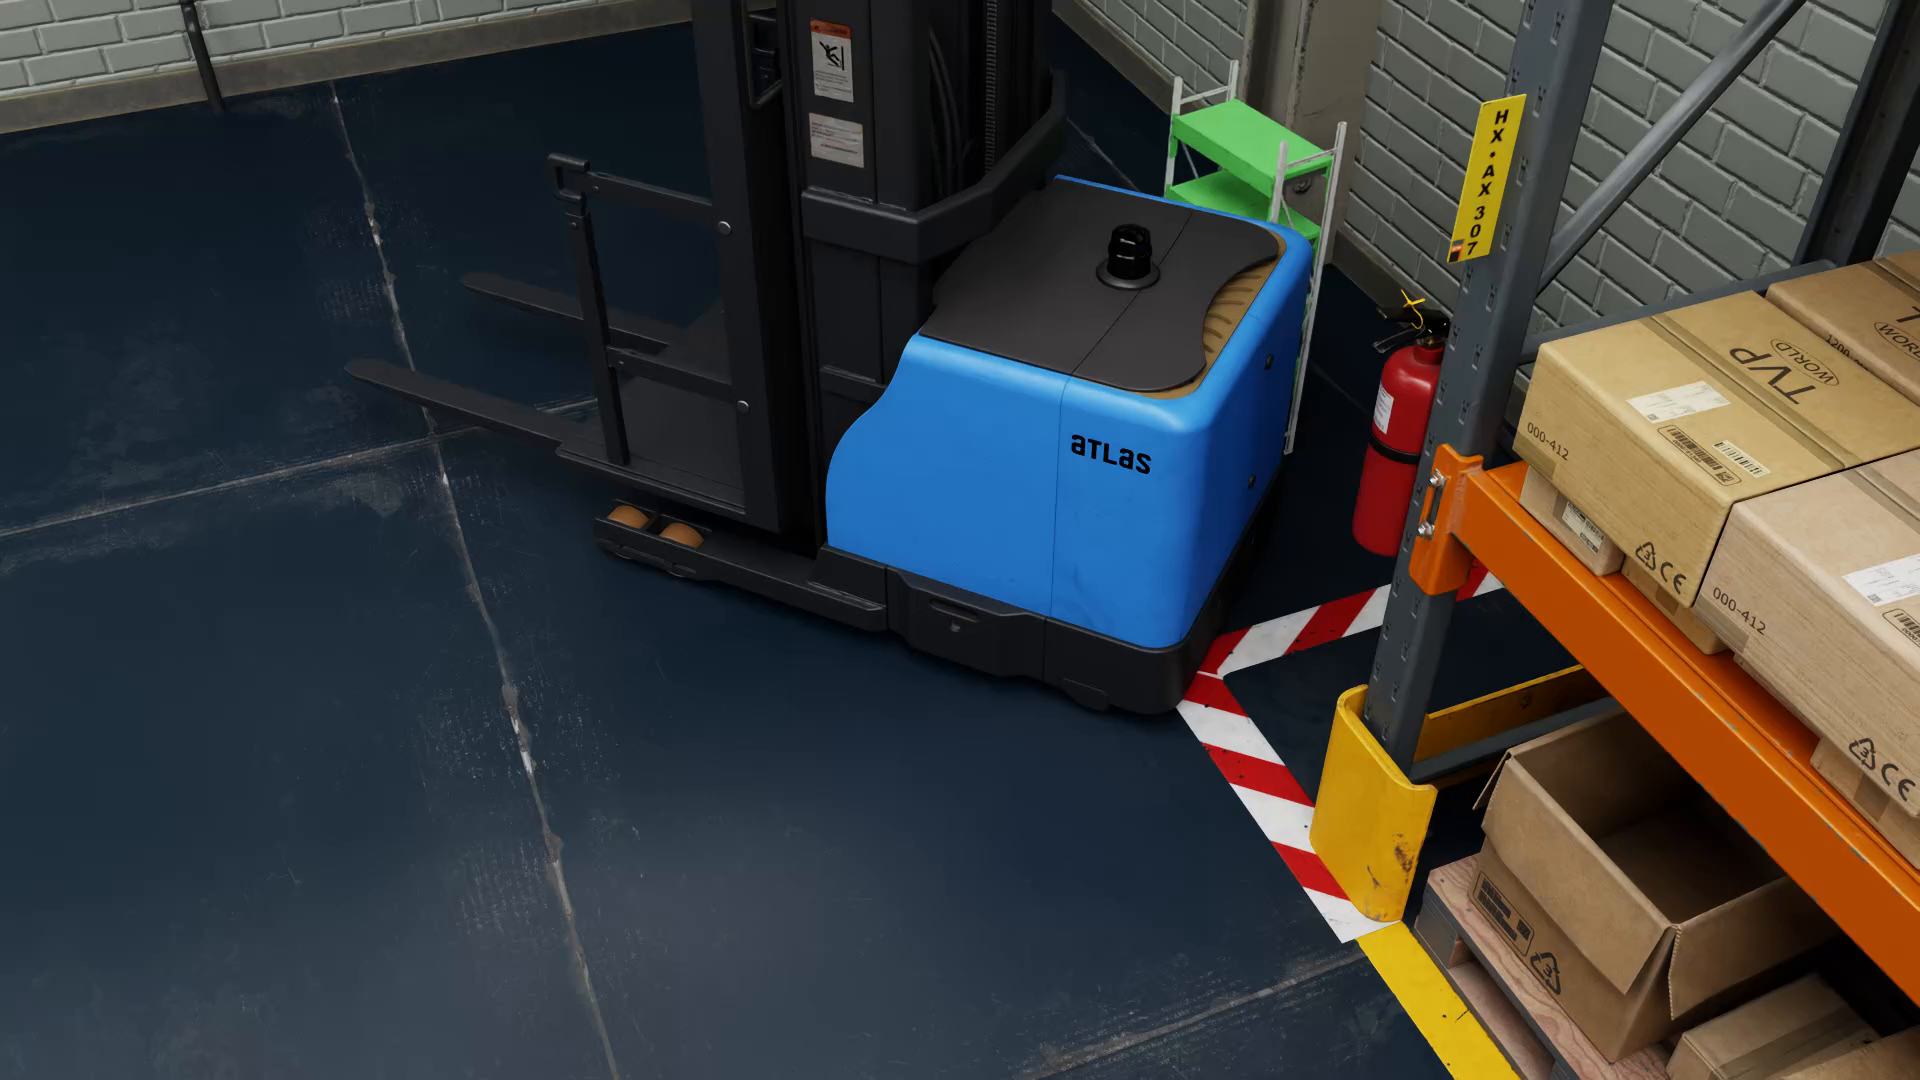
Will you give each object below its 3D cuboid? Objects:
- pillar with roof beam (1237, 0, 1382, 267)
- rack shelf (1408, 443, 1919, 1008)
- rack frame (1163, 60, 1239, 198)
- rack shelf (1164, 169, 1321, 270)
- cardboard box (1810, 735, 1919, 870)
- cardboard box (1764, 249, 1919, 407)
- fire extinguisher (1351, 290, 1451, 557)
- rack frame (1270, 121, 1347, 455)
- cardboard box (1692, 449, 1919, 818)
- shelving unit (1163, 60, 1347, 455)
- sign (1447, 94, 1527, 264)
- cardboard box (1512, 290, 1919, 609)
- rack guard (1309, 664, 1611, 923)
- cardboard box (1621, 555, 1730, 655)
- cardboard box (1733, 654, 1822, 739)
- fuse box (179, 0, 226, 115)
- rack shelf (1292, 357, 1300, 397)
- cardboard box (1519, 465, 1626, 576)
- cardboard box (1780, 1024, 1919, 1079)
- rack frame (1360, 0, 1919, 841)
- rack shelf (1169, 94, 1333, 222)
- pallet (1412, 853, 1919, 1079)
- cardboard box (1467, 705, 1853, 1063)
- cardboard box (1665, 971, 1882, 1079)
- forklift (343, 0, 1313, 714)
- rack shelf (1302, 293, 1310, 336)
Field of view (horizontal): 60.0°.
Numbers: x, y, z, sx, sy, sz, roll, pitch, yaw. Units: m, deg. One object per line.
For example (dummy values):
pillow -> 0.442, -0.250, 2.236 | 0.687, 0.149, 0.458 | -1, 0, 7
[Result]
pillar with roof beam -> -2.708, -3.515, 2.436 | 9.100, 9.000, 0.400 | -15, 43, -17
rack shelf -> 2.234, 1.012, 2.324 | 1.077, 0.370, 4.000 | -15, 43, -17
rack frame -> 0.753, -0.983, 5.472 | 0.240, 1.200, 0.015 | -22, 45, -24
rack shelf -> 0.884, -0.982, 5.200 | 0.258, 0.148, 0.480 | -22, 45, -24
cardboard box -> 1.653, 0.355, 2.729 | 0.380, 0.149, 0.250 | -14, 43, -16
cardboard box -> 1.889, -0.311, 3.198 | 0.500, 0.250, 0.500 | -14, 43, -16
fire extinguisher -> 0.985, -0.268, 3.607 | 0.296, 0.674, 0.183 | -15, 43, -17
rack frame -> 1.013, -0.713, 5.158 | 0.240, 1.200, 0.015 | -22, 45, -24
cardboard box -> 1.586, 0.123, 2.694 | 0.500, 0.250, 0.500 | -15, 43, -16
shelving unit -> 0.883, -0.848, 5.315 | 0.258, 1.200, 0.503 | -22, 45, -24
sign -> 0.967, -0.658, 3.051 | 0.100, 0.325, 0.005 | -15, 43, -17
cardboard box -> 1.393, -0.181, 3.047 | 0.500, 0.250, 0.500 | -15, 43, -17
rack guard -> 1.497, 0.528, 4.253 | 1.175, 0.500, 0.348 | -15, 43, -17
cardboard box -> 1.481, 0.038, 3.098 | 0.380, 0.149, 0.250 | -14, 43, -16
cardboard box -> 1.613, 0.187, 2.924 | 0.380, 0.149, 0.250 | -16, 43, -17
fuse box -> -3.299, -2.564, 6.919 | 0.539, 1.711, 0.414 | -15, 43, -17
rack shelf -> 0.882, -0.617, 5.513 | 0.258, 0.148, 0.480 | -22, 45, -24
cardboard box -> 1.341, -0.104, 3.263 | 0.380, 0.149, 0.250 | -15, 43, -17
cardboard box -> 1.906, 1.240, 3.103 | 0.700, 0.500, 0.500 | -13, 42, -15
rack frame -> 1.468, -0.466, 3.491 | 1.000, 3.000, 0.127 | -15, 43, -17
rack shelf -> 0.885, -1.164, 5.044 | 0.258, 0.148, 0.480 | -22, 45, -24
pallet -> 1.803, 1.117, 3.789 | 1.003, 0.211, 1.213 | -15, 43, -17
cardboard box -> 1.615, 0.714, 3.712 | 0.797, 0.503, 0.637 | -17, 43, -19
cardboard box -> 1.741, 1.114, 3.519 | 0.380, 0.149, 0.250 | -17, 43, -19
forklift -> -0.564, -1.288, 4.500 | 3.031, 2.935, 1.130 | 17, 44, 19
rack shelf -> 0.883, -0.799, 5.357 | 0.258, 0.148, 0.480 | -22, 45, -24
